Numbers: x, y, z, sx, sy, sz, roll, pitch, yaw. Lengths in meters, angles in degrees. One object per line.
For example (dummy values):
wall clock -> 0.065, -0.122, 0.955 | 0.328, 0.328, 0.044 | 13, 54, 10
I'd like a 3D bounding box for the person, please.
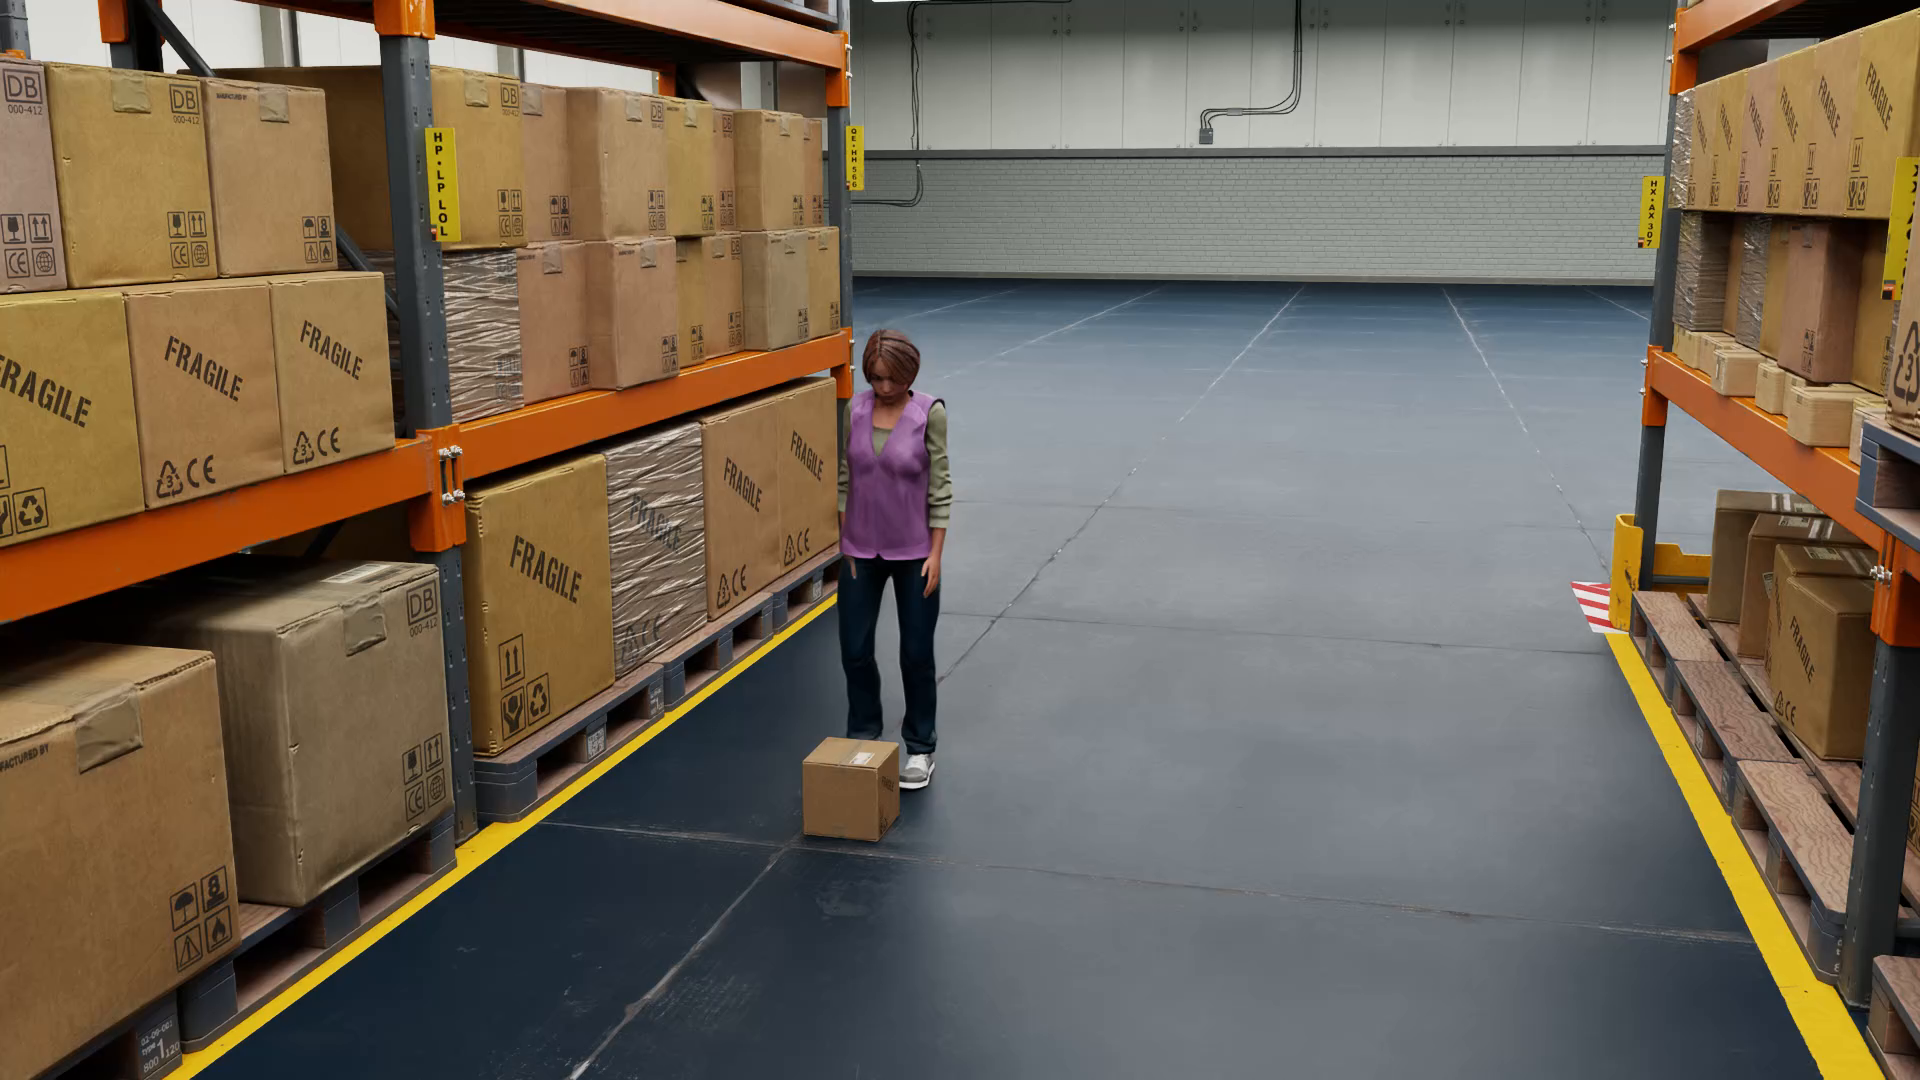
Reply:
person -> -0.220, 0.066, 5.702 | 0.412, 1.587, 0.317 | 3, 12, 15
